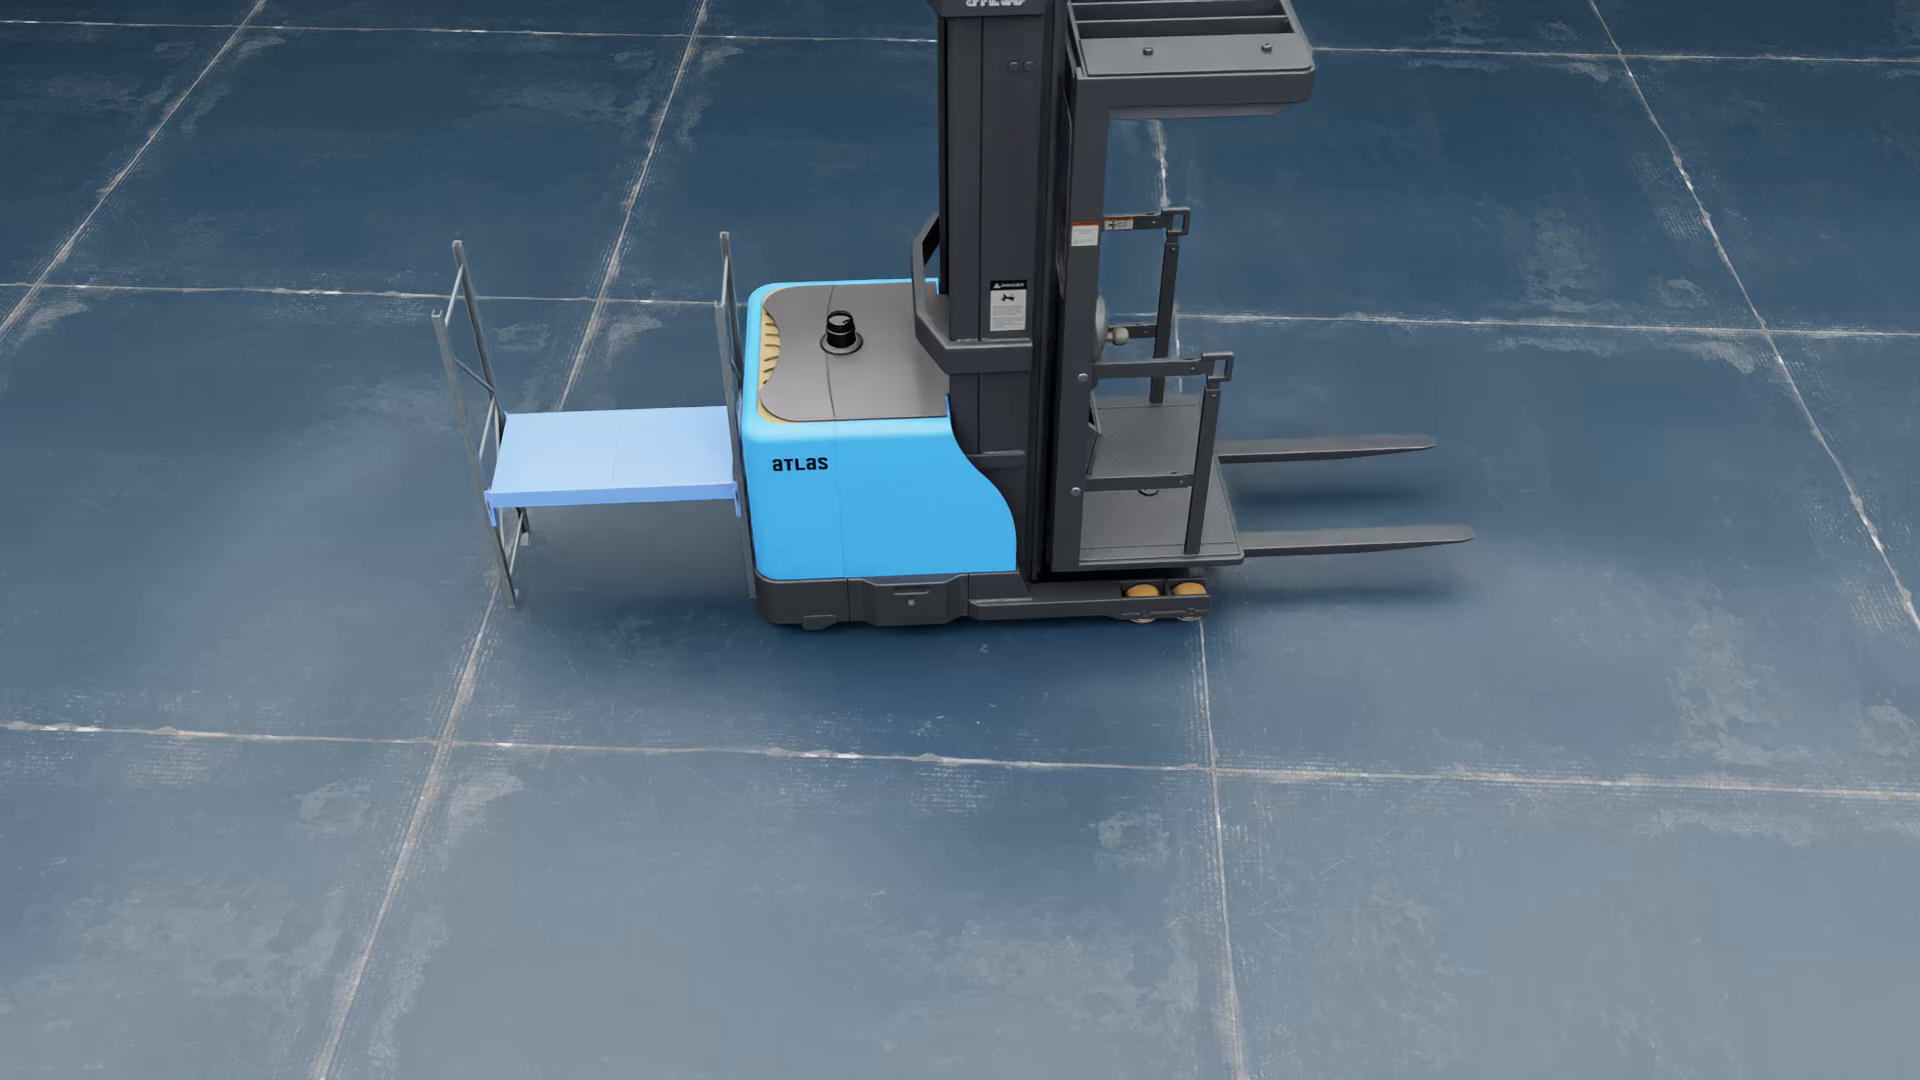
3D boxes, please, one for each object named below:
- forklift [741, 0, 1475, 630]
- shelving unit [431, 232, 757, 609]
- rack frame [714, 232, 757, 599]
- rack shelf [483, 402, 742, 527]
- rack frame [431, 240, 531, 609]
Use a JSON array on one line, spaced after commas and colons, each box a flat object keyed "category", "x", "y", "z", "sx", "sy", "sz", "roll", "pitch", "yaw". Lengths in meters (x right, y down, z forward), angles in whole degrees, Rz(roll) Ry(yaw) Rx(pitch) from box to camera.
[{"category": "forklift", "x": 0.647, "y": -1.086, "z": 6.351, "sx": 3.031, "sy": 2.935, "sz": 1.130, "roll": -2, "pitch": 43, "yaw": -3}, {"category": "shelving unit", "x": -1.400, "y": -0.448, "z": 6.716, "sx": 1.048, "sy": 1.500, "sz": 0.538, "roll": -2, "pitch": 43, "yaw": -3}, {"category": "rack frame", "x": -0.893, "y": -0.469, "z": 6.738, "sx": 0.032, "sy": 1.500, "sz": 0.500, "roll": -2, "pitch": 43, "yaw": -3}, {"category": "rack shelf", "x": -1.400, "y": -0.317, "z": 6.839, "sx": 1.000, "sy": 0.185, "sz": 0.538, "roll": -2, "pitch": 43, "yaw": -3}, {"category": "rack frame", "x": -1.908, "y": -0.427, "z": 6.694, "sx": 0.032, "sy": 1.500, "sz": 0.500, "roll": -2, "pitch": 43, "yaw": -3}]
